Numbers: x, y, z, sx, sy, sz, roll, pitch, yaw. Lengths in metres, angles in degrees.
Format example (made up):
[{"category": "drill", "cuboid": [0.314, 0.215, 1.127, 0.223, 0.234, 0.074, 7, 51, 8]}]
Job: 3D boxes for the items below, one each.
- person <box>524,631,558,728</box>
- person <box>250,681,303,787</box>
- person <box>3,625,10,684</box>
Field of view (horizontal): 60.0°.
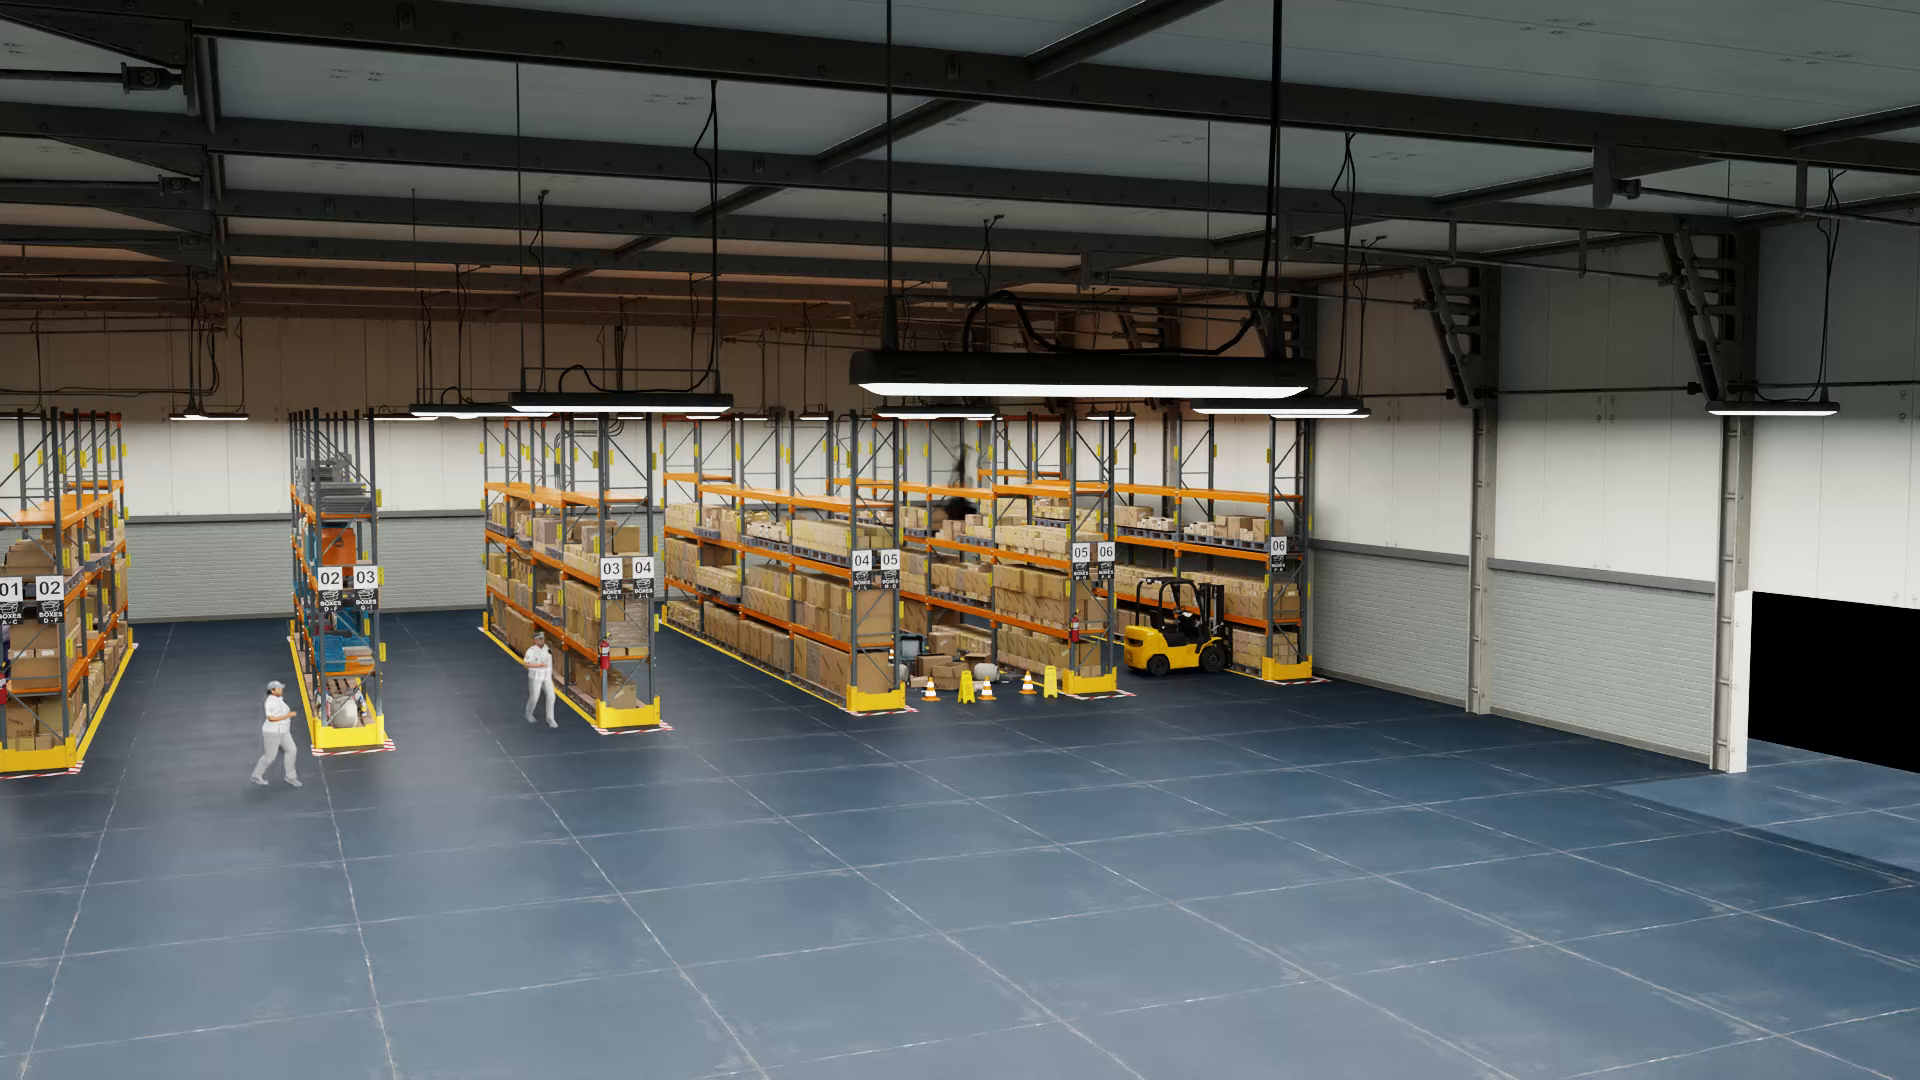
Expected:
[{"category": "person", "cuboid": [-7.969, 2.633, 31.452, 0.644, 1.839, 0.826, -4, 6, -44]}, {"category": "person", "cuboid": [-10.757, 3.062, 26.105, 0.740, 1.720, 0.593, 0, 4, -1]}, {"category": "person", "cuboid": [-20.965, 2.381, 36.369, 0.555, 1.685, 0.760, -1, 4, -16]}]
